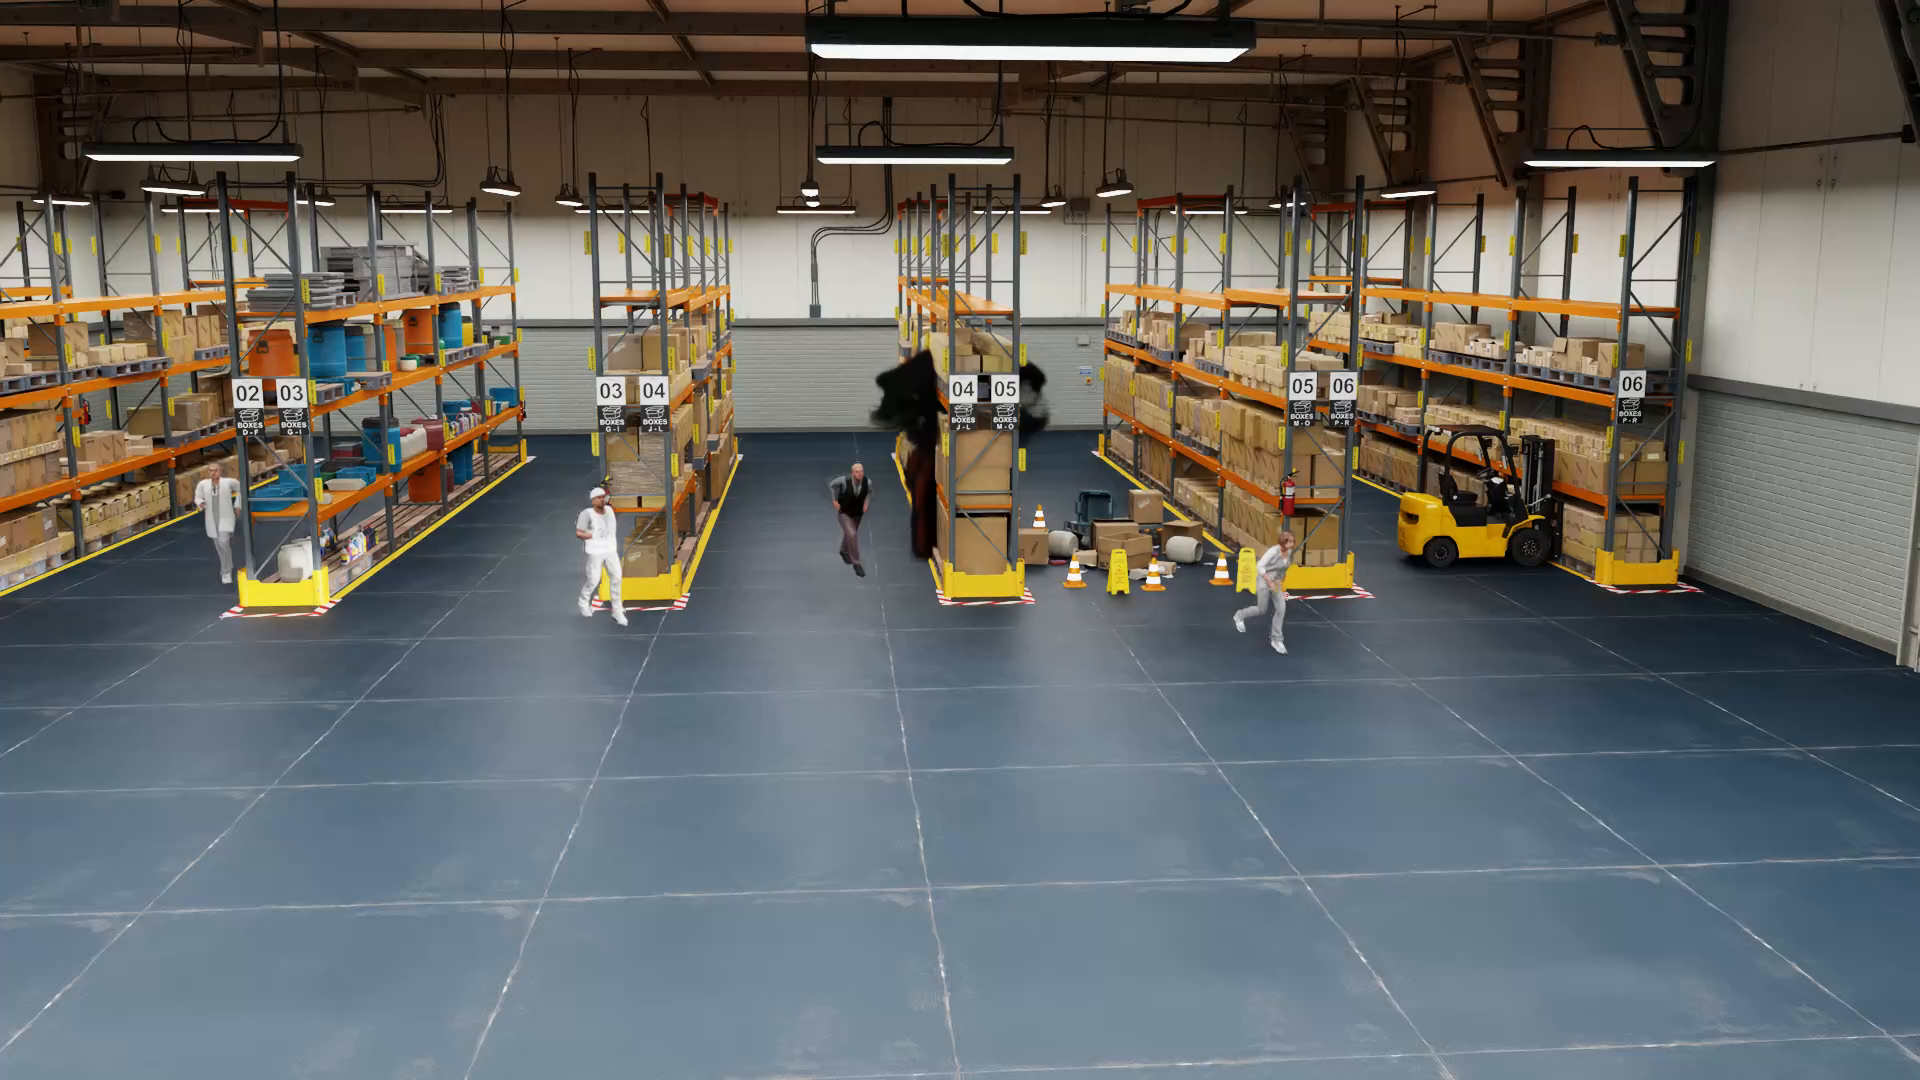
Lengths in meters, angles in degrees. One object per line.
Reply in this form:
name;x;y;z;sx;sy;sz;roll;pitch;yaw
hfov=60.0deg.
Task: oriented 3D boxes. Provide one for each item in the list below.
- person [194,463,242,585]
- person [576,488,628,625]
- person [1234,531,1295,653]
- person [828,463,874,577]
person;-11.183;-0.261;25.117;0.640;1.835;0.908;0;10;-2
person;-4.850;0.207;22.356;0.673;1.840;0.826;-9;13;-42
person;3.839;0.603;21.003;0.559;1.549;0.895;-9;14;-42
person;-1.660;-0.354;25.015;0.697;1.680;0.991;-4;11;-20
